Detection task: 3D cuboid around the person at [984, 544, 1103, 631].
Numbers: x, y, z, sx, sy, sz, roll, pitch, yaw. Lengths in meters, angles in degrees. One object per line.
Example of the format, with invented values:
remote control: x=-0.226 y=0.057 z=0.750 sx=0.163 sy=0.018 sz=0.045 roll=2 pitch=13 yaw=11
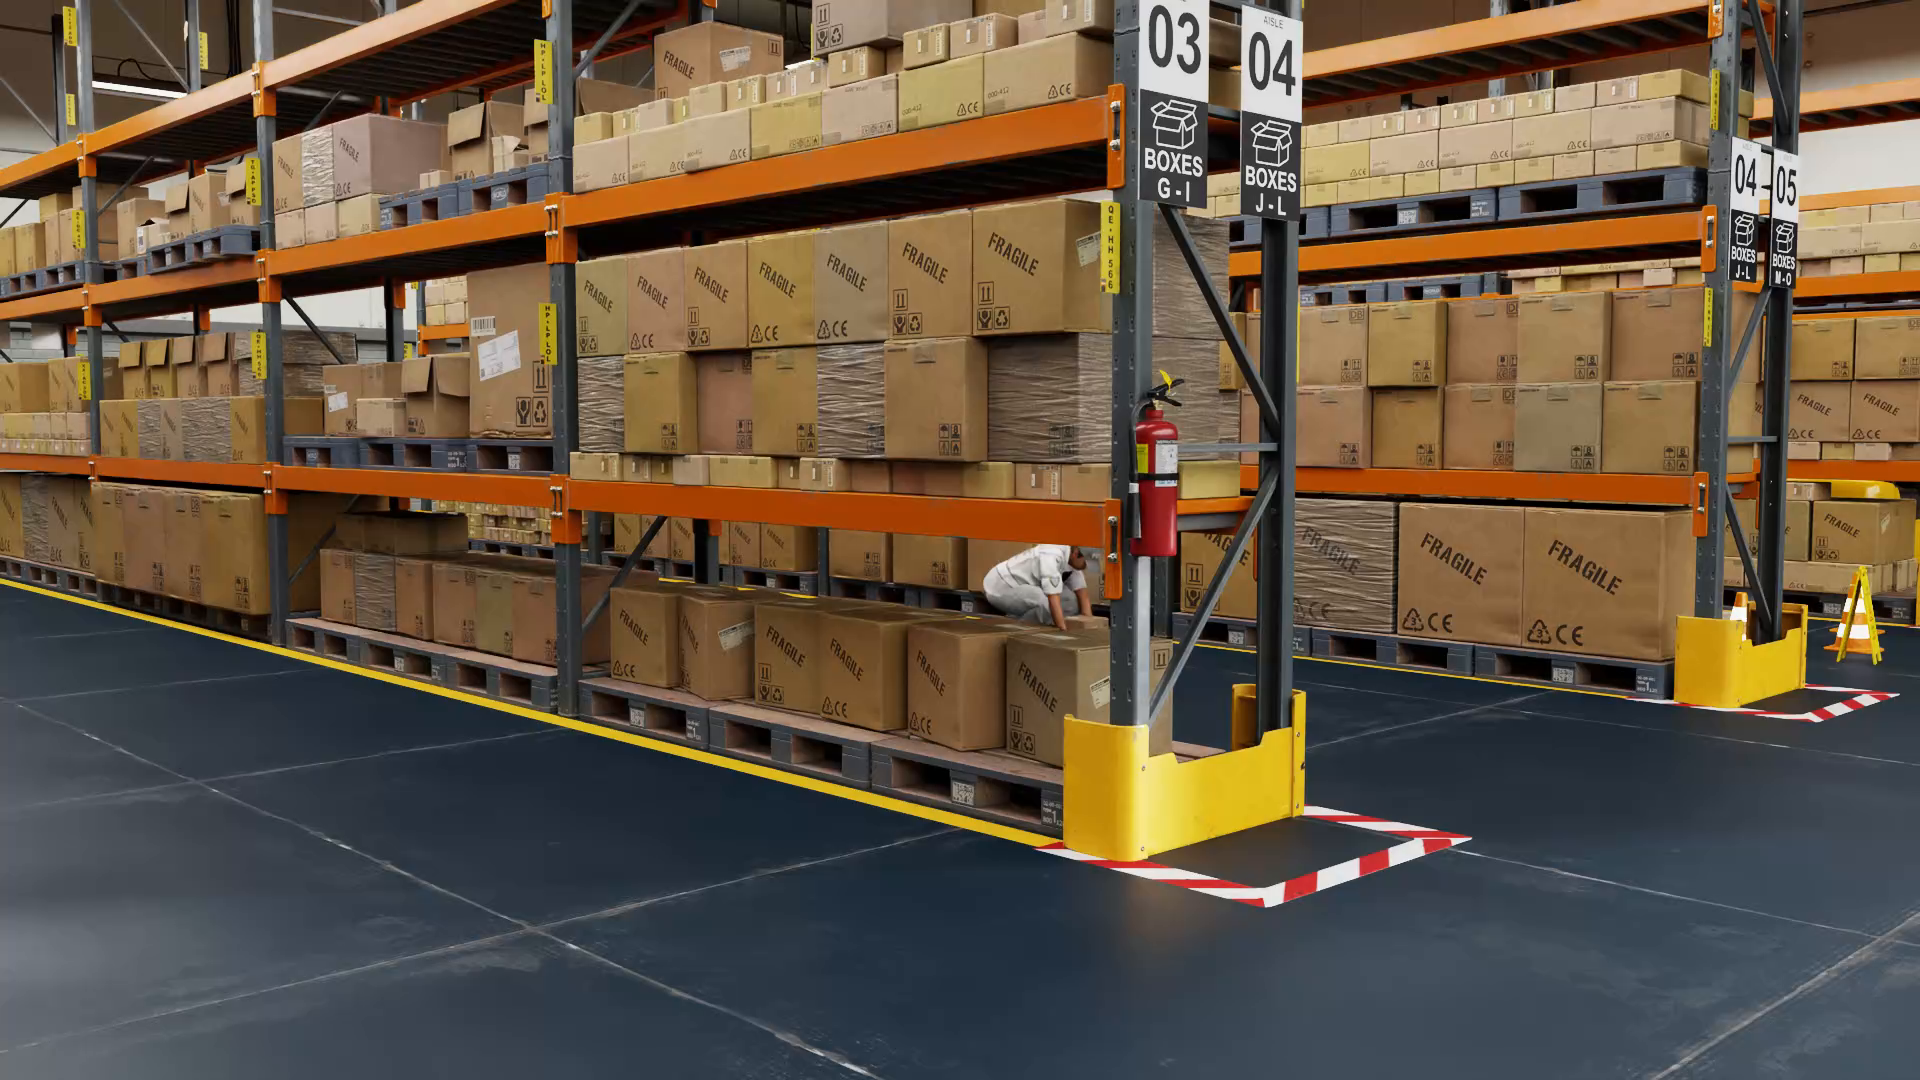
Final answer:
person: x=0.597 y=0.378 z=11.767 sx=0.865 sy=0.820 sz=0.511 roll=3 pitch=5 yaw=36
